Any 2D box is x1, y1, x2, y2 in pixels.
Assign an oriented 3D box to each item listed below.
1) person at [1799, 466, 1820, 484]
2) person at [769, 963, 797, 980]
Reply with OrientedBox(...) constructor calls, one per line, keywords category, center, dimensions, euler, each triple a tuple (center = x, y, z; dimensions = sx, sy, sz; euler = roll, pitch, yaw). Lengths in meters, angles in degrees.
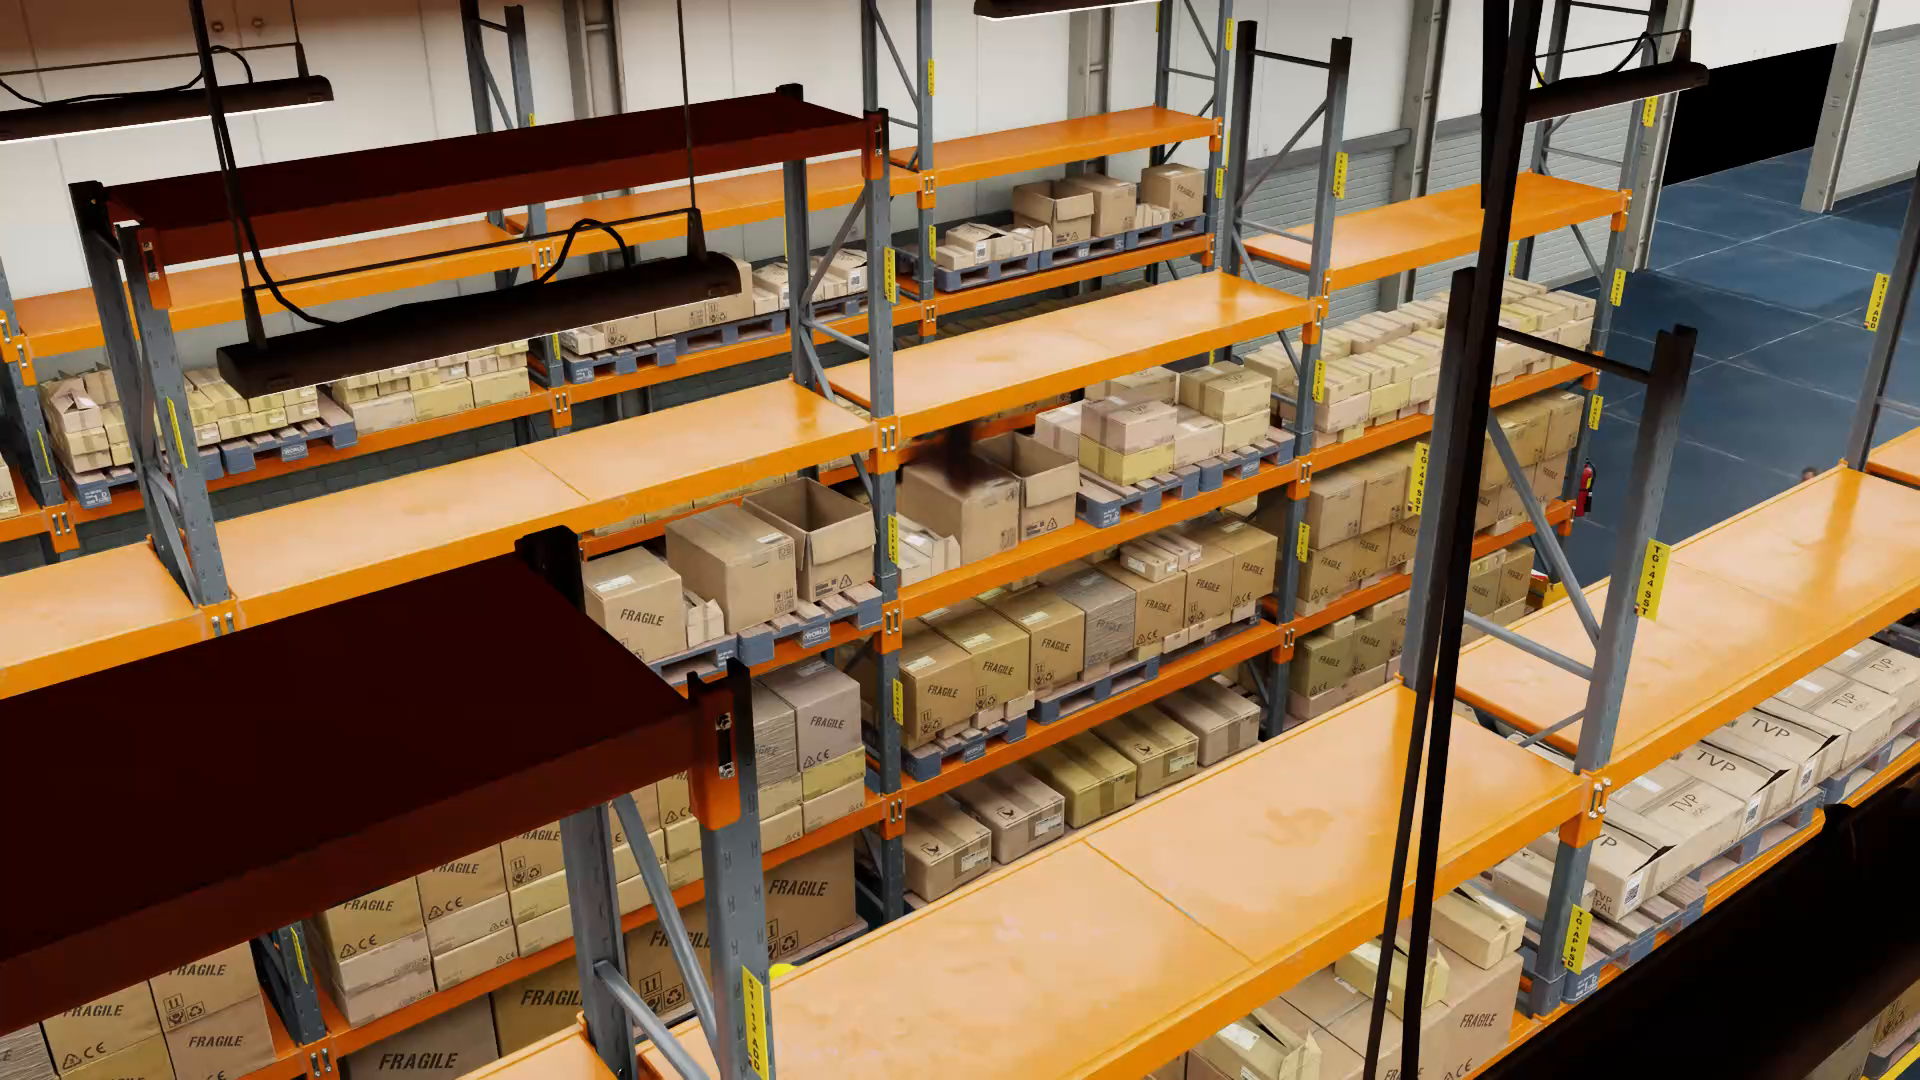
OrientedBox(category="person", center=(8.094, 0.074, 16.094), dimensions=(0.454, 1.661, 0.441), euler=(-3, 26, -7))
OrientedBox(category="person", center=(-0.991, 3.043, 9.217), dimensions=(0.496, 1.786, 0.604), euler=(19, 32, 34))
